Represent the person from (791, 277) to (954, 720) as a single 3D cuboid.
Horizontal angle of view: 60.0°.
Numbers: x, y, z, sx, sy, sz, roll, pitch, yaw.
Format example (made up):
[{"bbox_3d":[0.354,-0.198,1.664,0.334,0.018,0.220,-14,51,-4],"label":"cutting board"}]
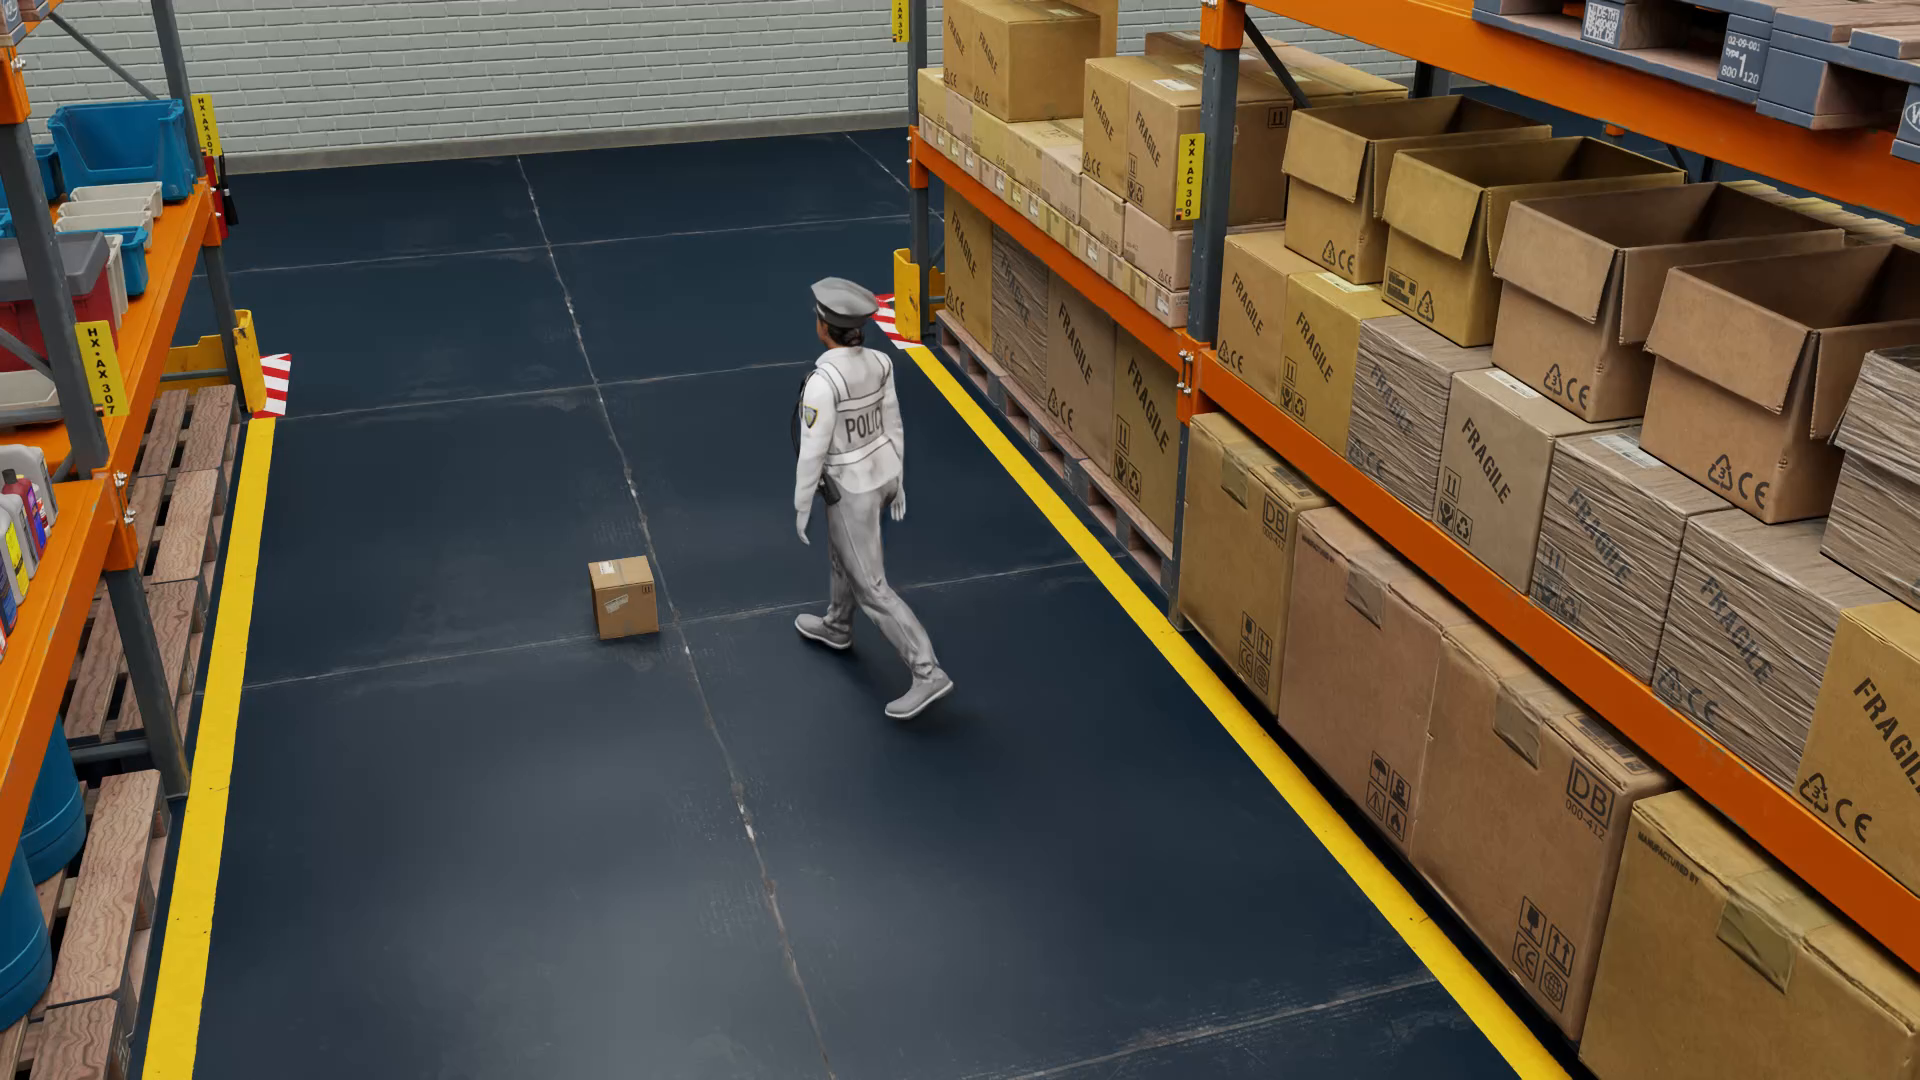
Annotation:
[{"bbox_3d":[-0.389,-0.166,6.441,0.943,1.639,0.581,14,30,25],"label":"person"}]
